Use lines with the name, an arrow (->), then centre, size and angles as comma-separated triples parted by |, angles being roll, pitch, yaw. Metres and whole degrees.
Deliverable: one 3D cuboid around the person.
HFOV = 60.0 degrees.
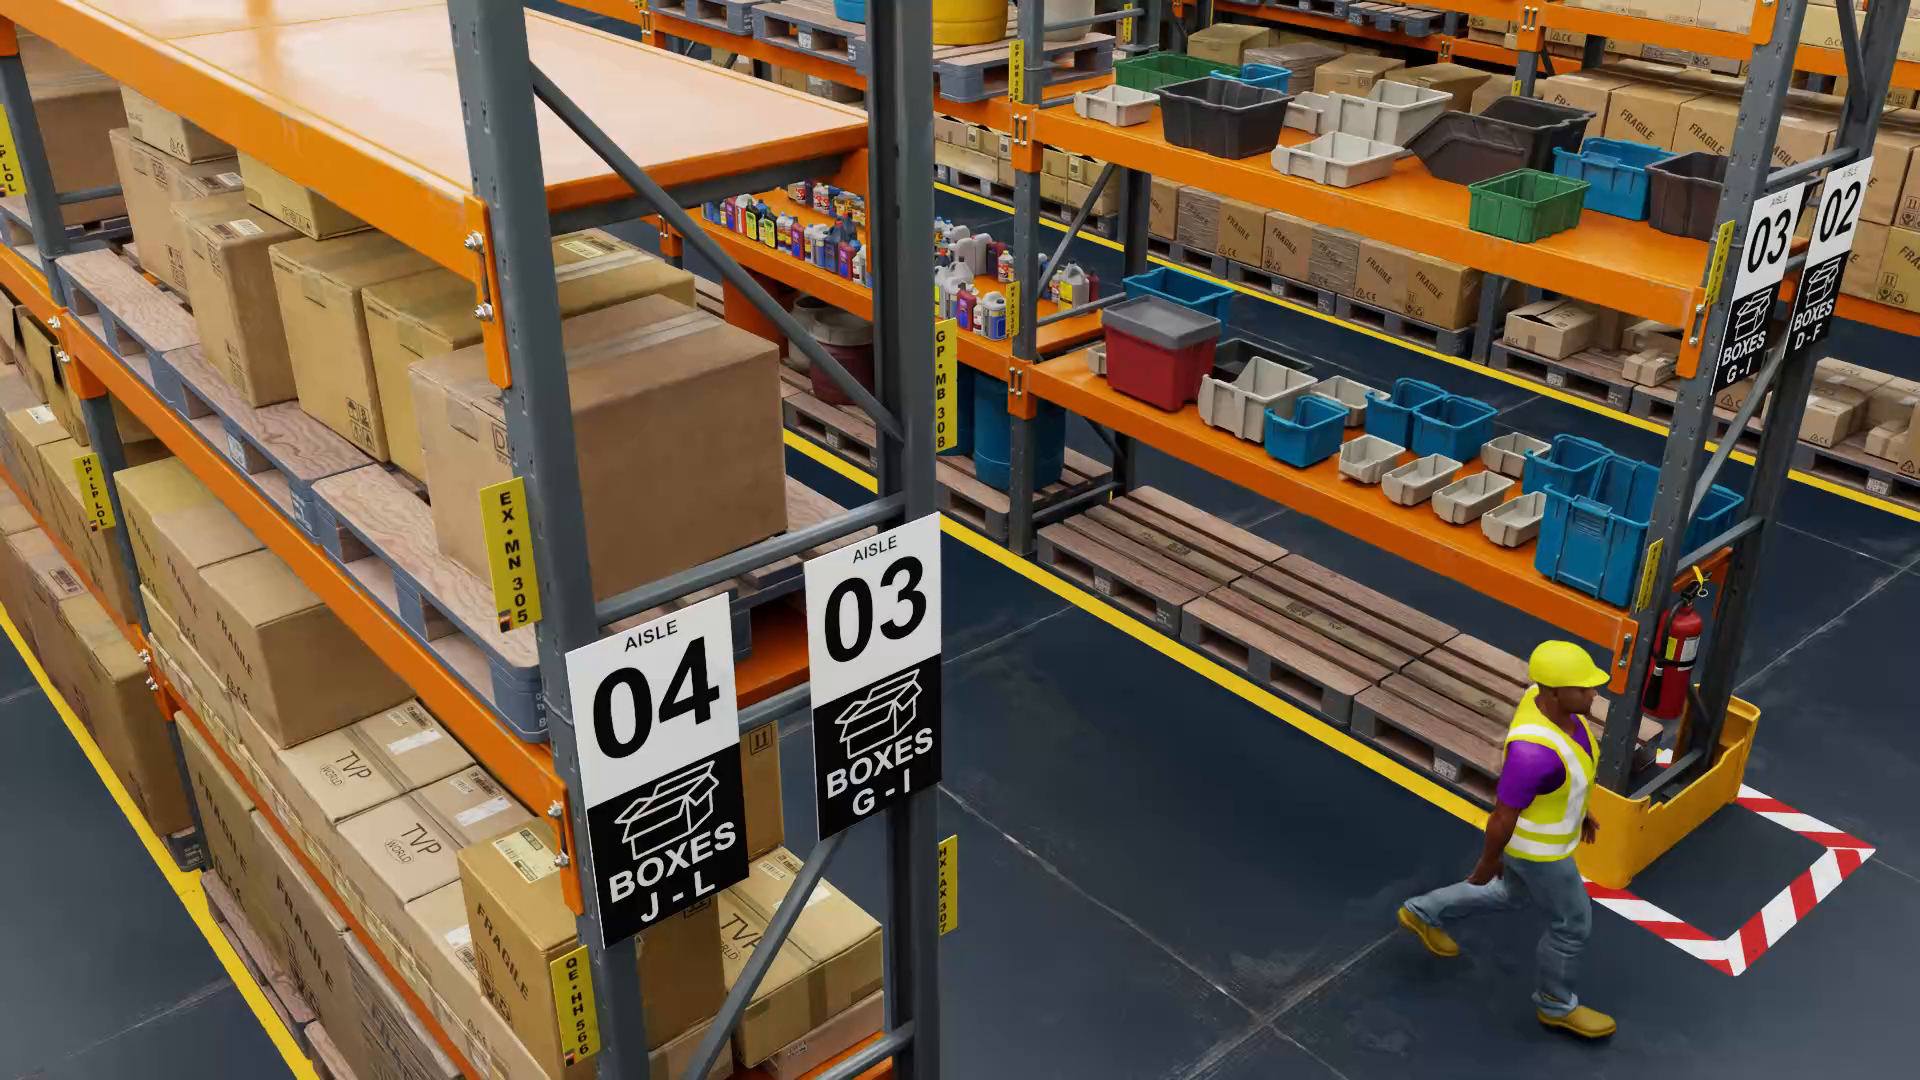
person -> 2.210, 1.108, 6.613 | 0.744, 1.675, 0.559 | 12, 30, 21
